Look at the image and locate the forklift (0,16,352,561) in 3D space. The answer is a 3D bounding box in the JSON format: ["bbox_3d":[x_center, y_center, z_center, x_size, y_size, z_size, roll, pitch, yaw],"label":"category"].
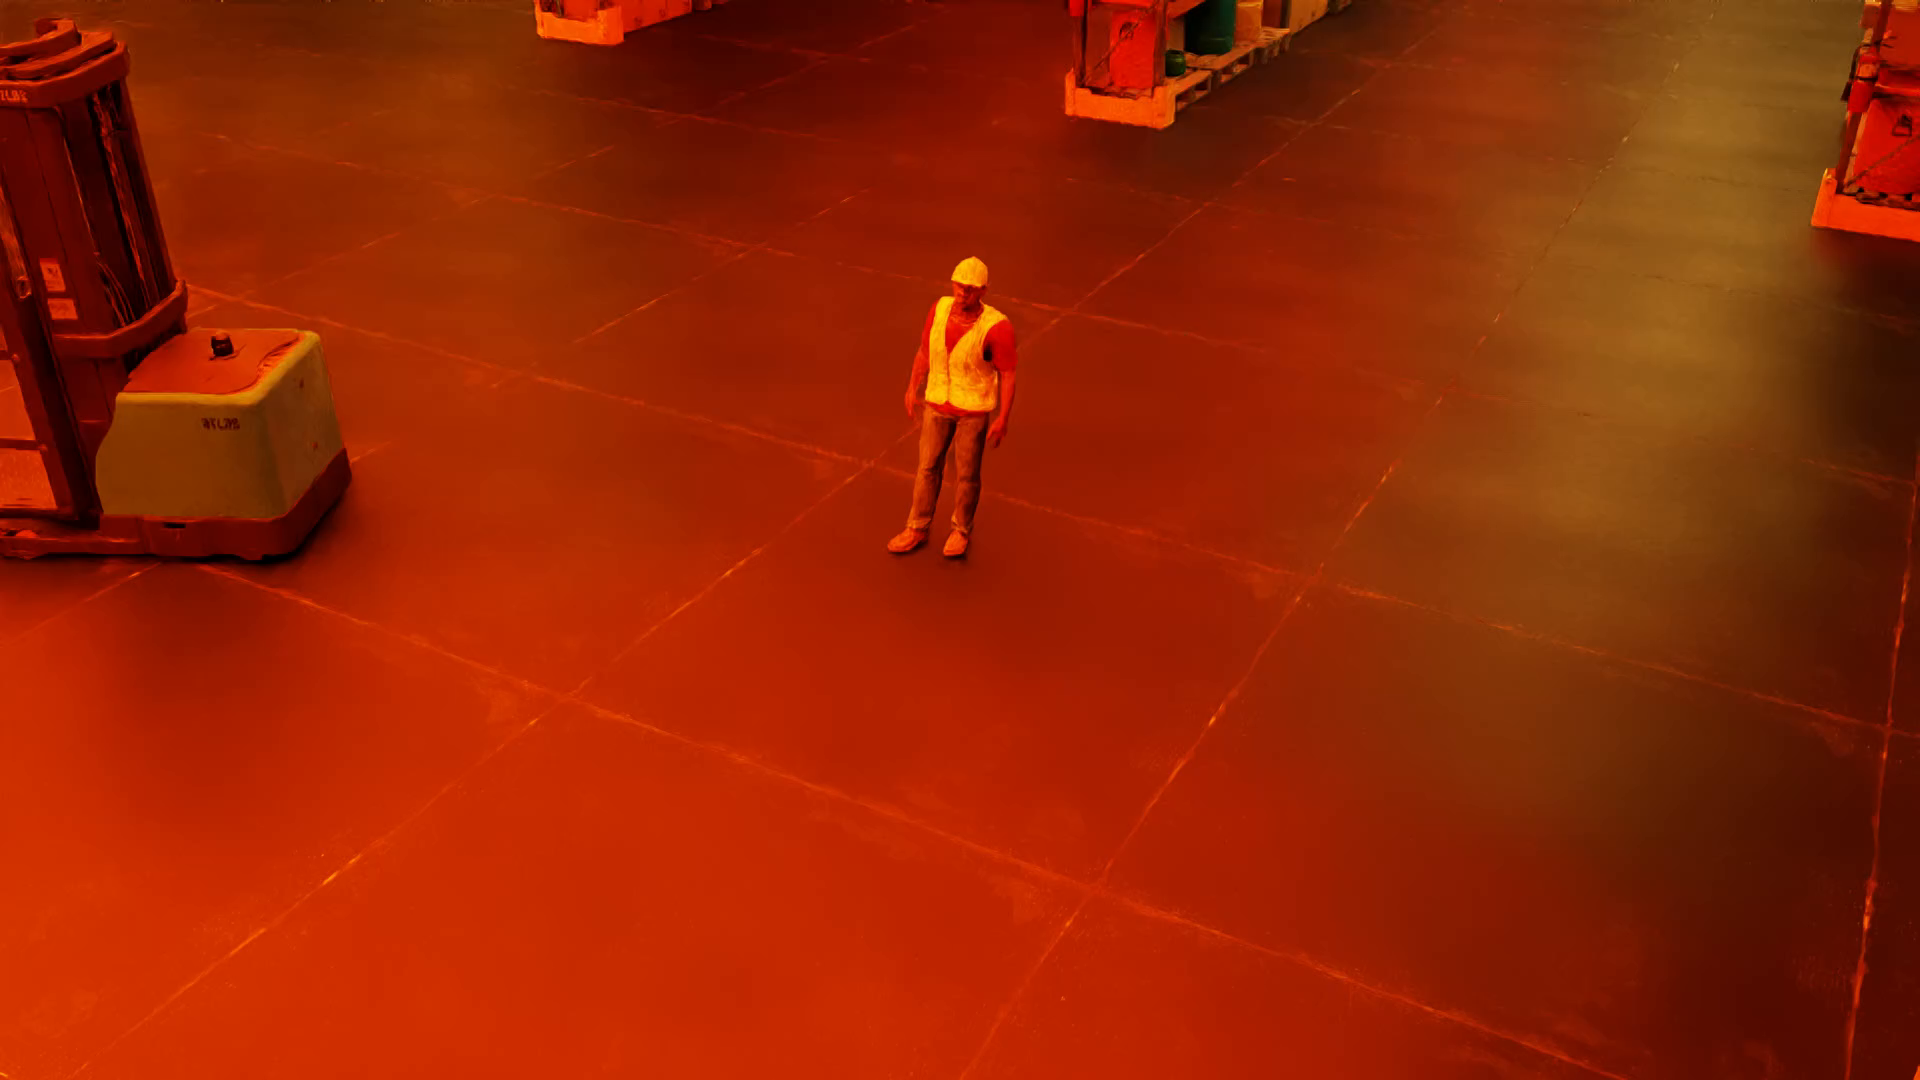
[{"bbox_3d":[-5.385,-1.417,9.526,3.031,2.935,1.130,2,30,3],"label":"forklift"}]

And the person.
[{"bbox_3d":[-0.039,-0.742,9.507,0.665,1.766,0.576,15,33,25],"label":"person"}]
